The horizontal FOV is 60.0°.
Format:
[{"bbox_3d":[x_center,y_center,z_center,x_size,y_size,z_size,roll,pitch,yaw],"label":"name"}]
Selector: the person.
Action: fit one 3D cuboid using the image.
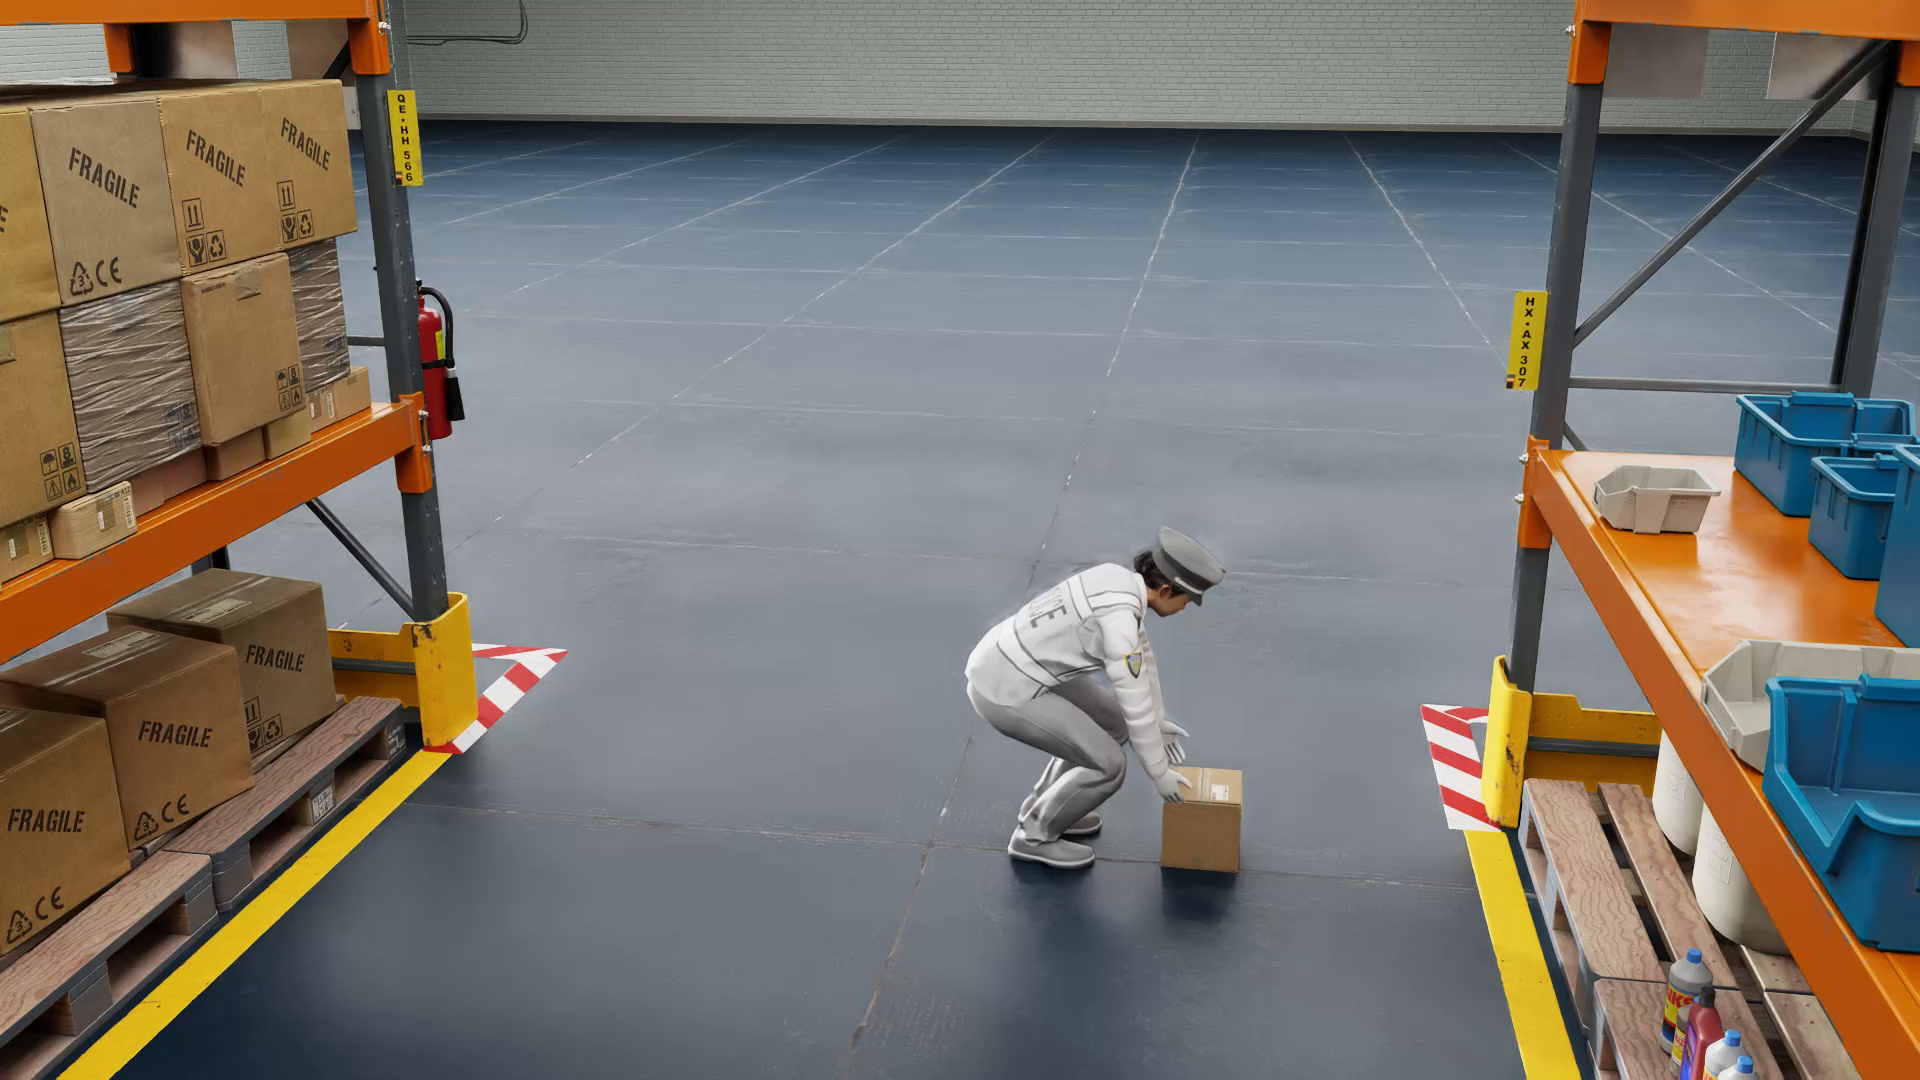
[{"bbox_3d":[0.442,0.494,5.456,0.809,1.101,0.509,3,18,9],"label":"person"}]
